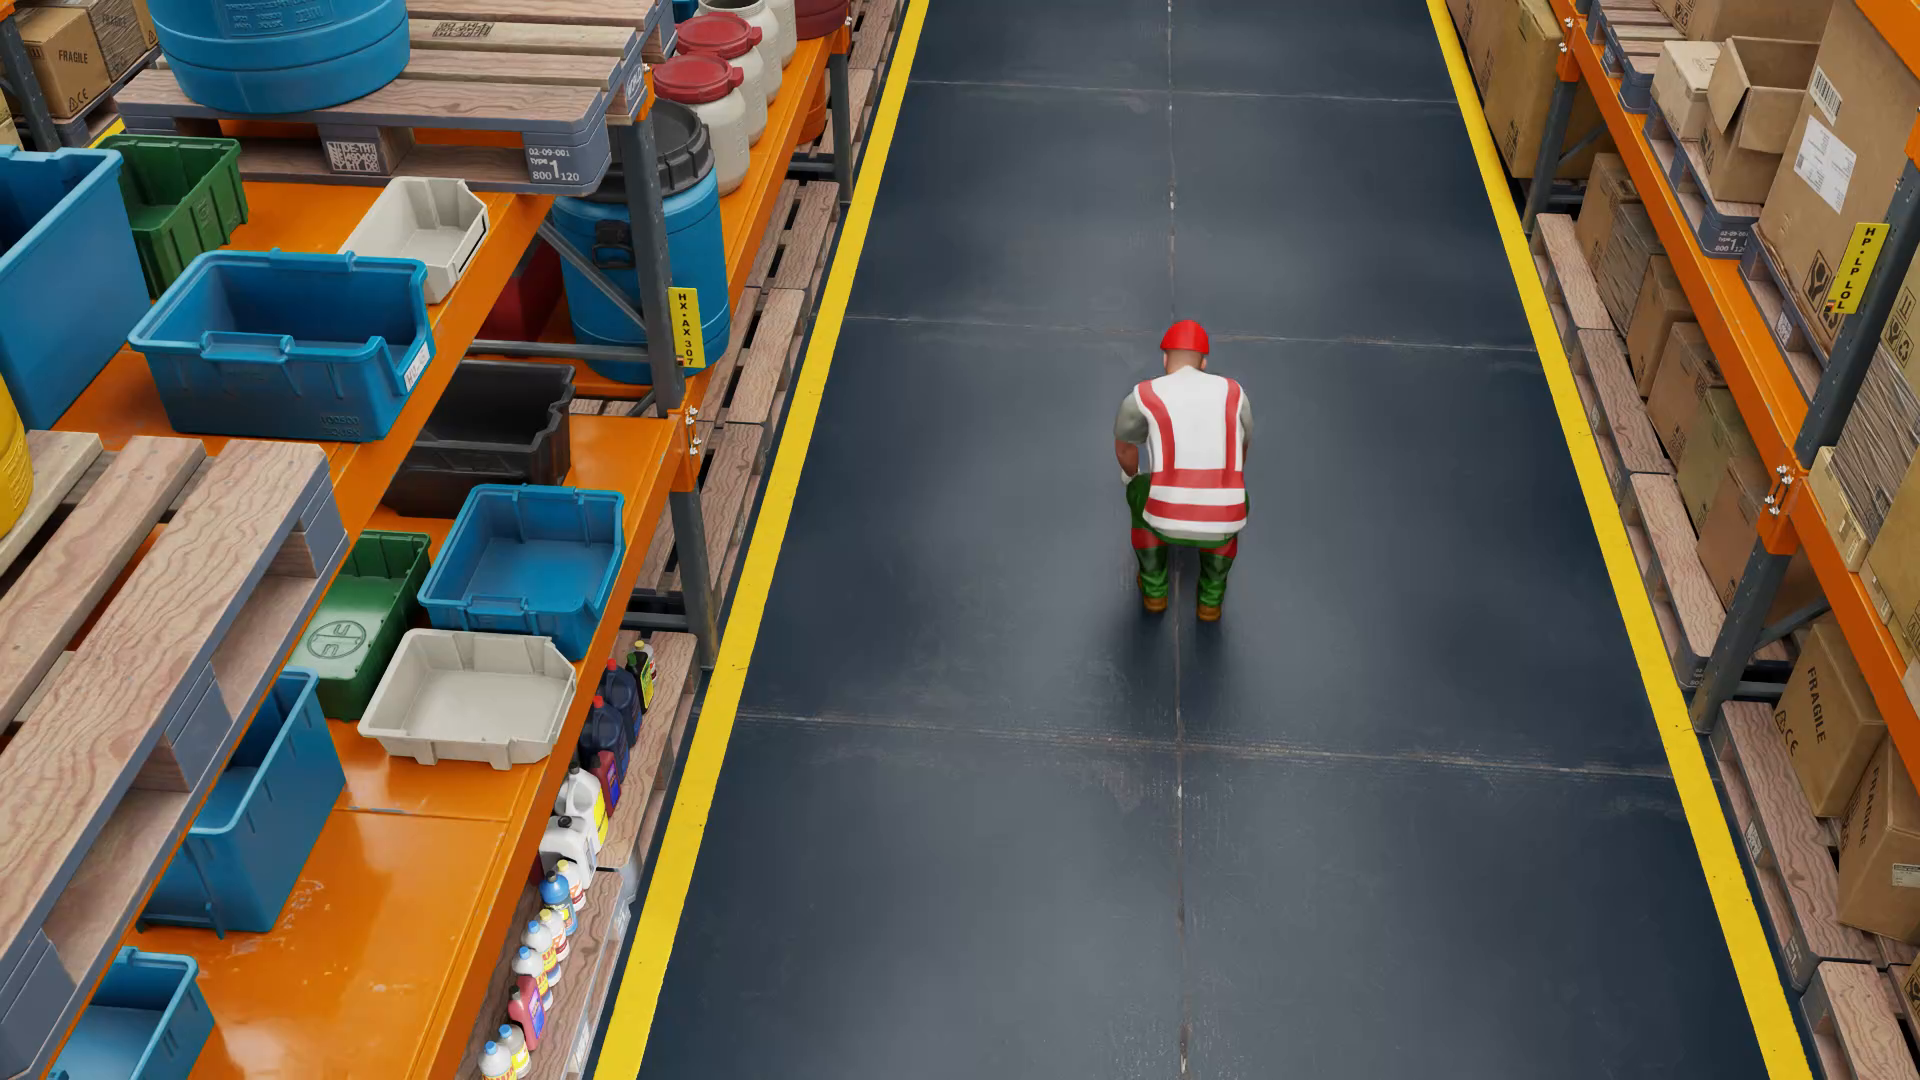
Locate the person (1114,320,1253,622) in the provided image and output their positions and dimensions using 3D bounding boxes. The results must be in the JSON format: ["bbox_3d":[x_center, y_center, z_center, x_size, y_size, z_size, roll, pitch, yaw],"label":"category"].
[{"bbox_3d":[0.923,-0.249,6.930,0.583,1.161,0.850,3,40,4],"label":"person"}]
